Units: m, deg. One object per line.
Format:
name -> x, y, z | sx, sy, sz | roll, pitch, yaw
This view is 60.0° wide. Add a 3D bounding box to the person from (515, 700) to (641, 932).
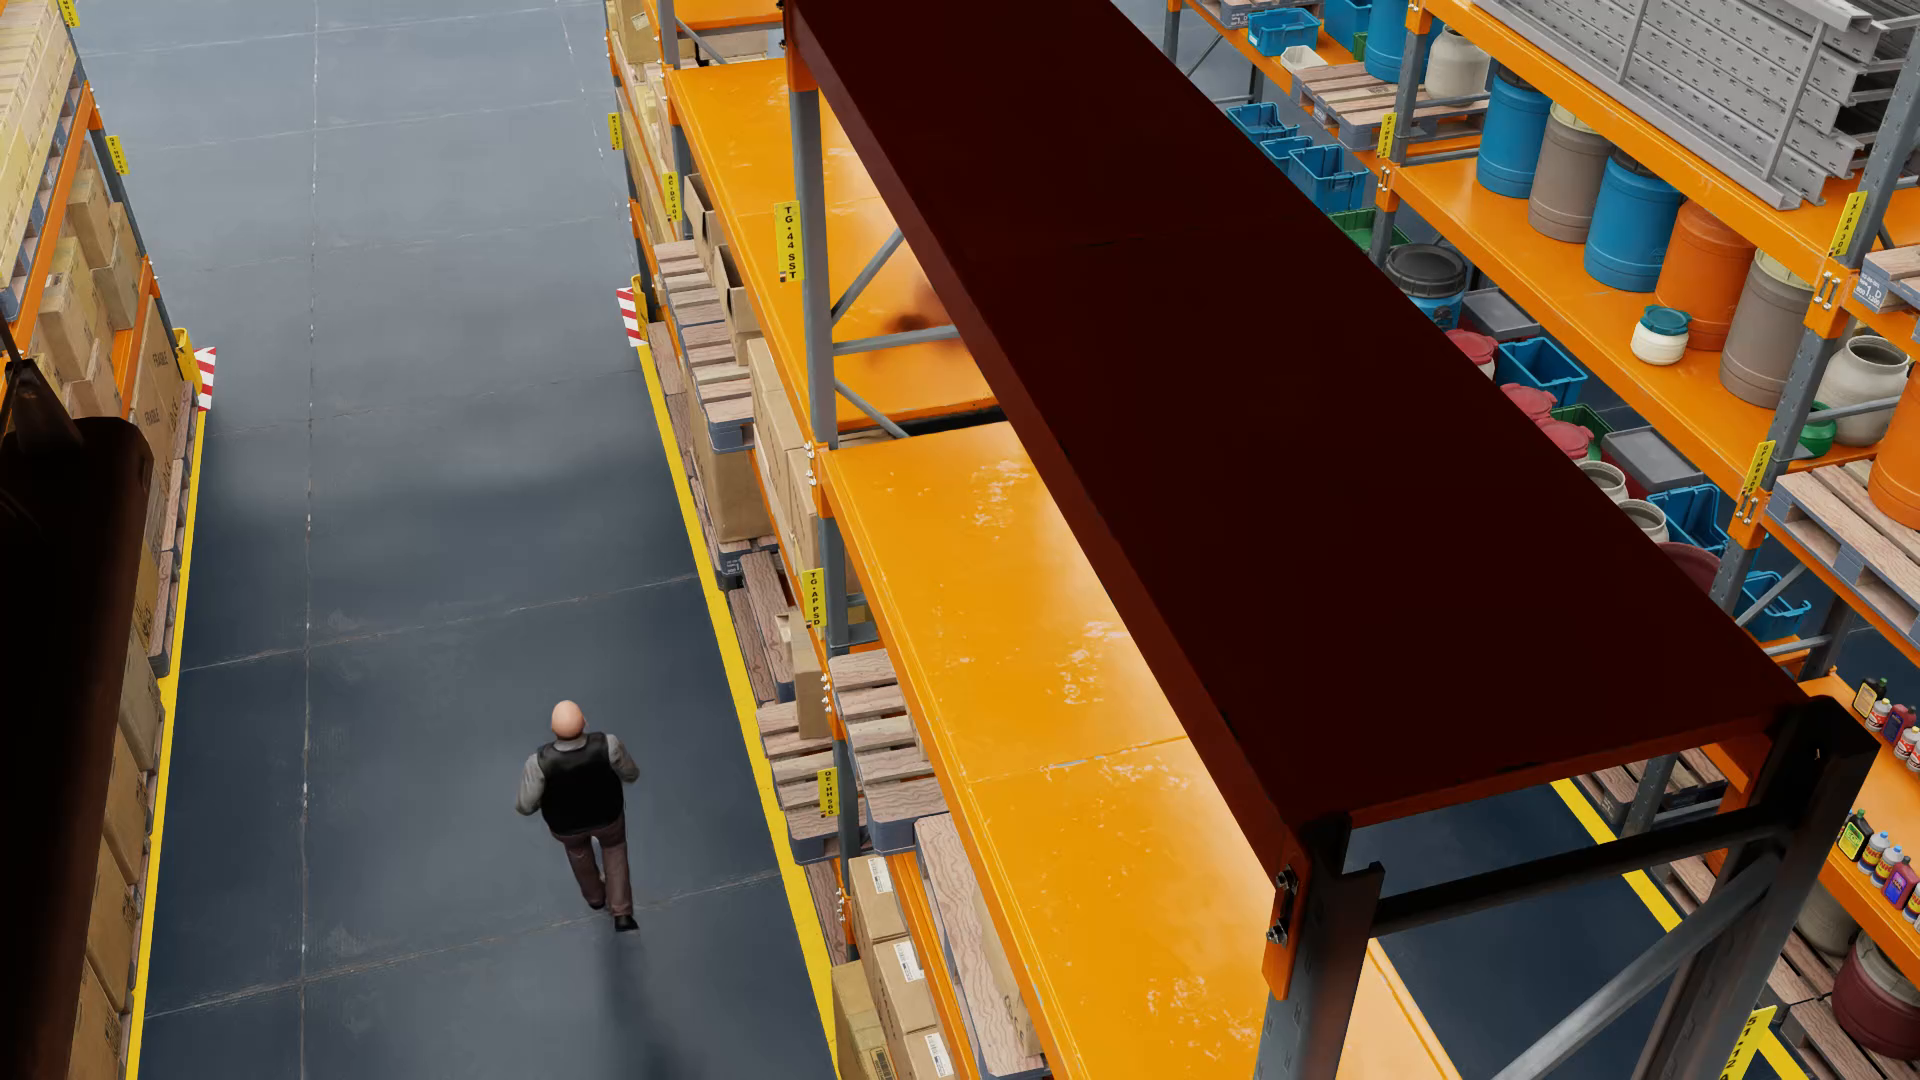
person -> -2.062, 1.504, 9.115 | 0.676, 1.692, 0.656 | -12, 40, -15
